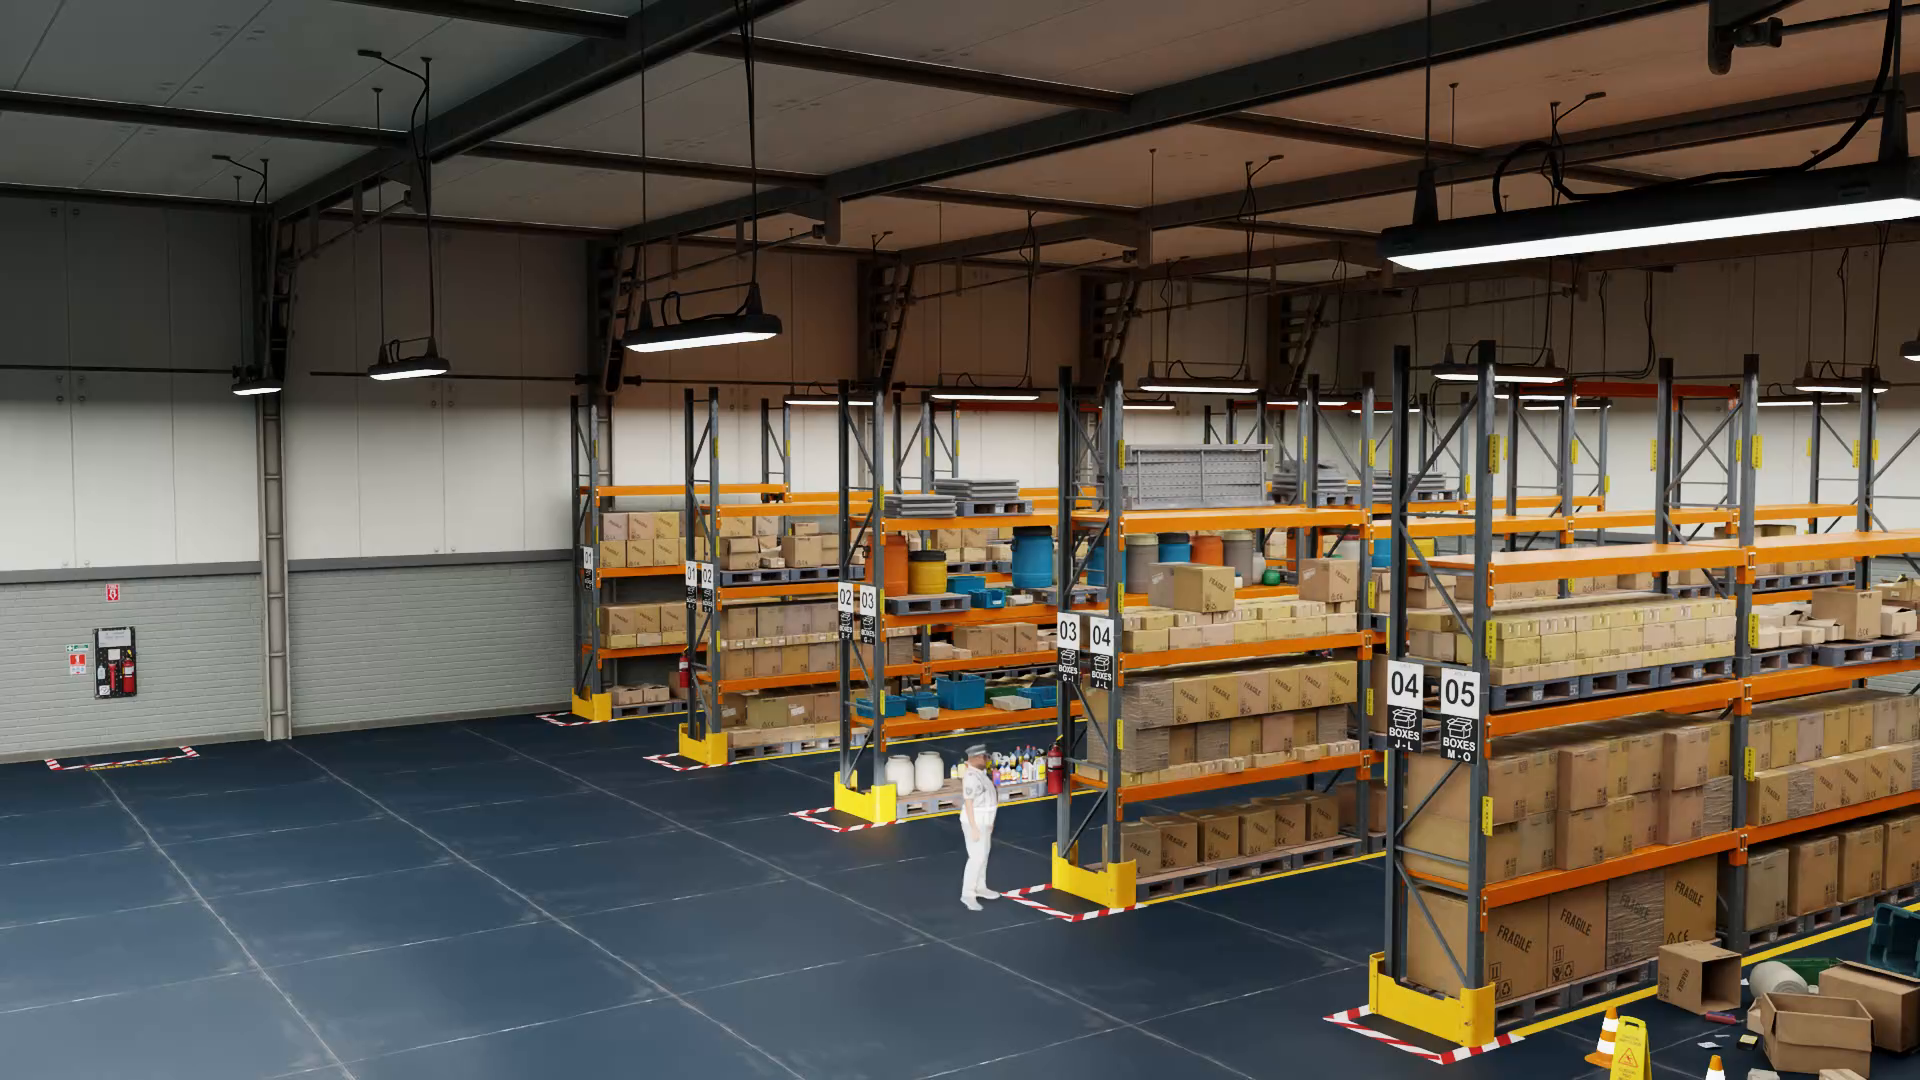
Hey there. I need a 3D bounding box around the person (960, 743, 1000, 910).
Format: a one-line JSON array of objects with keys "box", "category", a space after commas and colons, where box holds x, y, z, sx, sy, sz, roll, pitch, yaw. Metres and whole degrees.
[{"box": [0.214, 3.177, 18.530, 0.394, 1.806, 0.596, 1, 4, 13], "category": "person"}]
